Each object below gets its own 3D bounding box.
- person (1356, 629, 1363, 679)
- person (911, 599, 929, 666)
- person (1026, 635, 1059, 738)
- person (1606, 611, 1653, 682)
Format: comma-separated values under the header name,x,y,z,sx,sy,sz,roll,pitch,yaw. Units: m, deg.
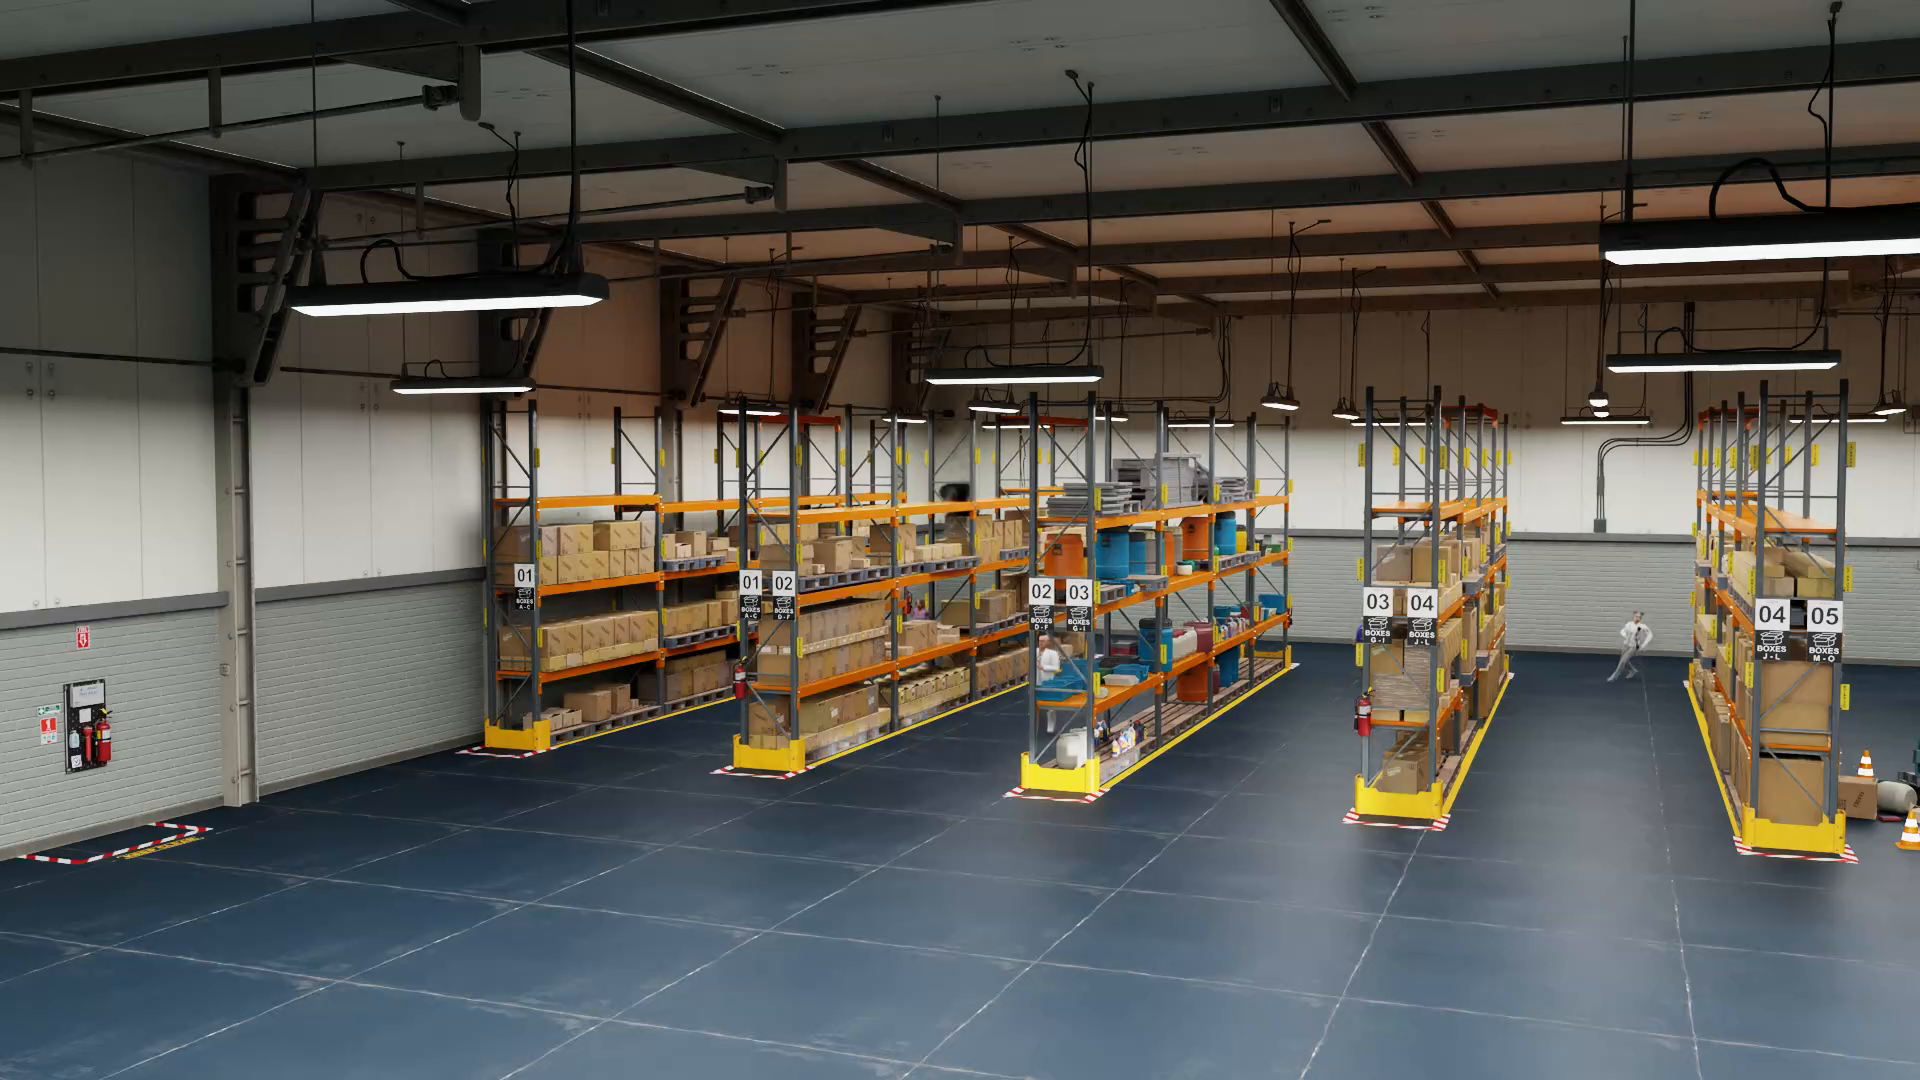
name,x,y,z,sx,sy,sz,roll,pitch,yaw
person,8.679,2.456,35.306,0.554,1.621,0.608,1,3,19
person,-0.888,2.098,37.523,0.544,1.548,0.498,1,3,26
person,1.486,2.613,29.954,0.684,1.806,0.926,1,3,23
person,14.967,2.371,37.094,0.804,1.616,0.696,-2,3,-29
